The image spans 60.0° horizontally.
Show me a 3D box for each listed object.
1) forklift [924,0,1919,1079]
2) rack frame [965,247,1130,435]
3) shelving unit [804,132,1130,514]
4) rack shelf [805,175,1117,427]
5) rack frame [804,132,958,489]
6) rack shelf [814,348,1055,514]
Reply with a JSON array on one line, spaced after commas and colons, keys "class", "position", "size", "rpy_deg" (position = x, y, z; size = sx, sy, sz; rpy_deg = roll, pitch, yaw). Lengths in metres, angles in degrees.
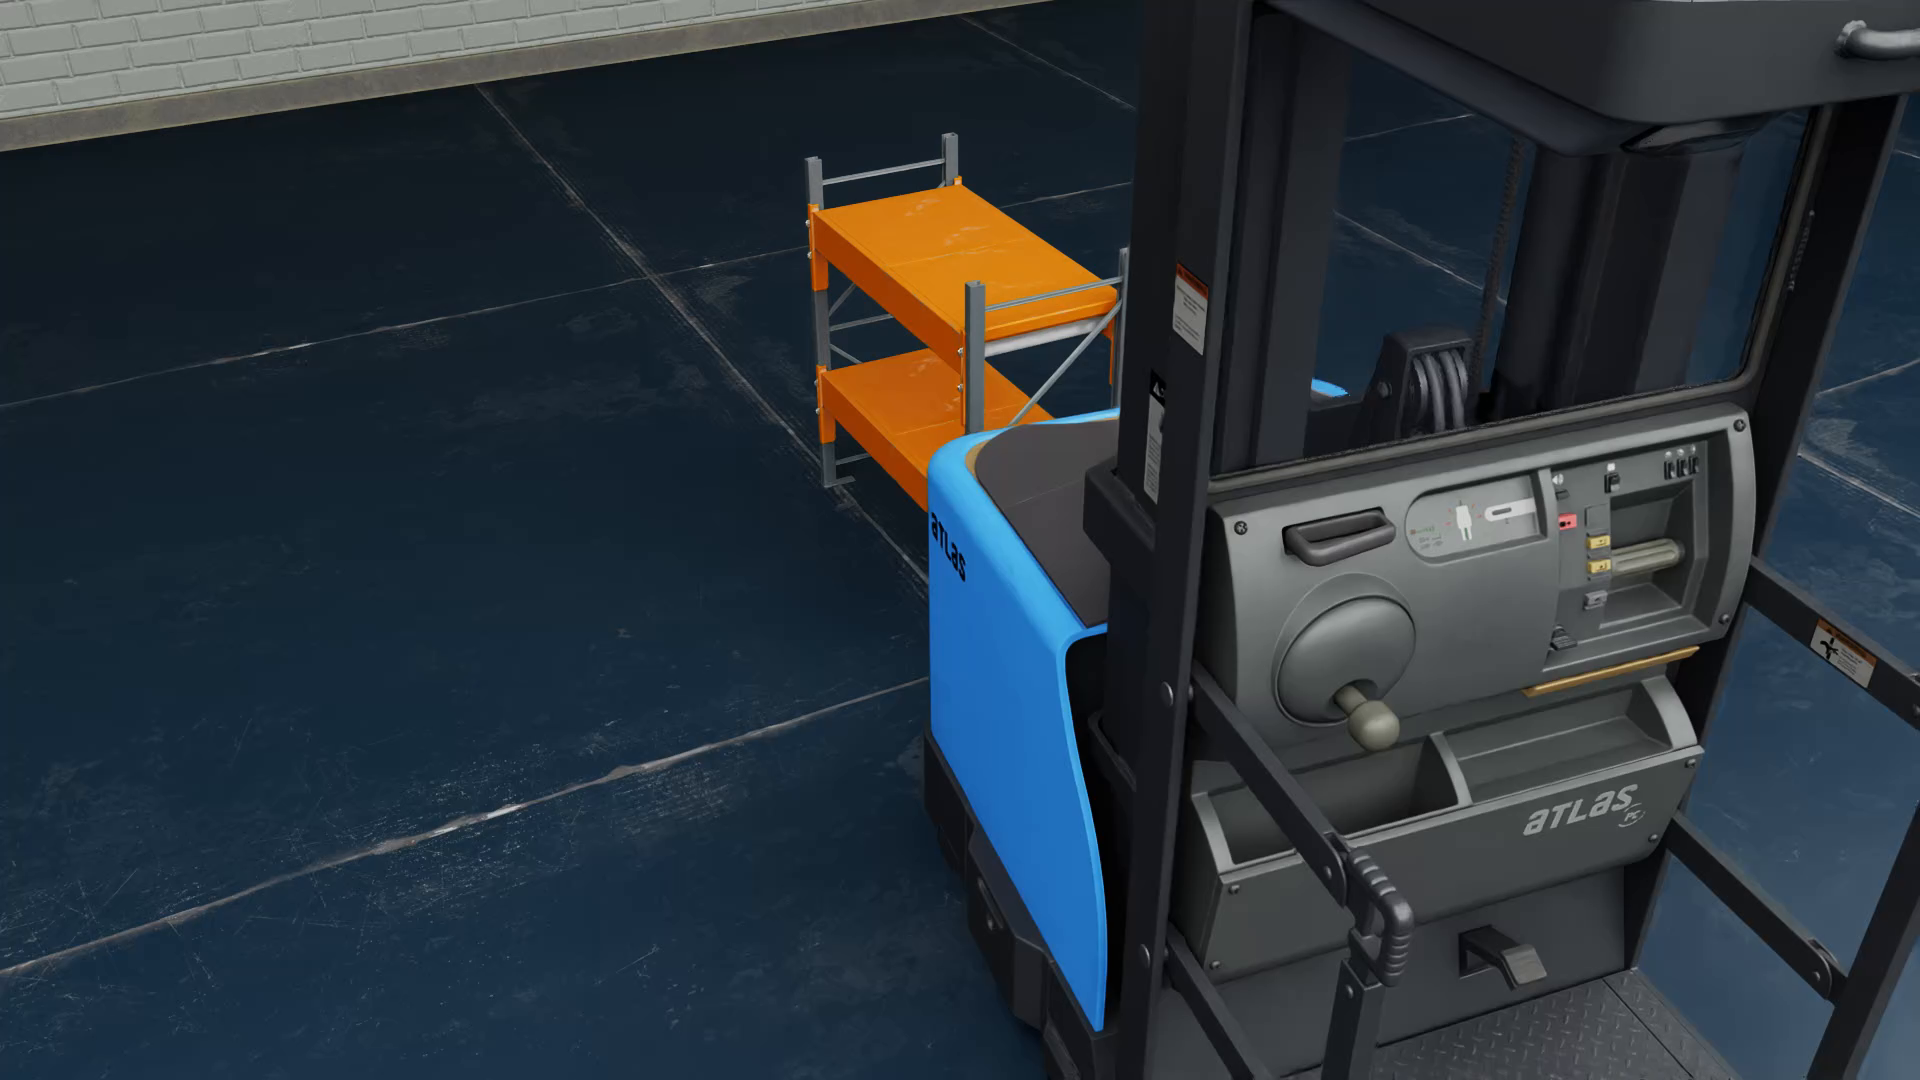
[{"class": "forklift", "position": [0.896, 0.110, 2.362], "size": [1.130, 2.935, 3.031], "rpy_deg": [-11, 34, -17]}, {"class": "rack frame", "position": [0.240, -0.228, 4.563], "size": [0.500, 1.125, 0.032], "rpy_deg": [-16, 36, -23]}, {"class": "shelving unit", "position": [0.003, -0.470, 4.942], "size": [0.538, 1.125, 1.048], "rpy_deg": [-16, 36, -23]}, {"class": "rack shelf", "position": [0.003, -0.717, 4.784], "size": [0.538, 0.278, 1.000], "rpy_deg": [-16, 36, -23]}, {"class": "rack frame", "position": [-0.234, -0.713, 5.320], "size": [0.500, 1.125, 0.032], "rpy_deg": [-16, 36, -23]}, {"class": "rack shelf", "position": [0.003, -0.265, 5.073], "size": [0.538, 0.278, 1.000], "rpy_deg": [-16, 36, -23]}]
